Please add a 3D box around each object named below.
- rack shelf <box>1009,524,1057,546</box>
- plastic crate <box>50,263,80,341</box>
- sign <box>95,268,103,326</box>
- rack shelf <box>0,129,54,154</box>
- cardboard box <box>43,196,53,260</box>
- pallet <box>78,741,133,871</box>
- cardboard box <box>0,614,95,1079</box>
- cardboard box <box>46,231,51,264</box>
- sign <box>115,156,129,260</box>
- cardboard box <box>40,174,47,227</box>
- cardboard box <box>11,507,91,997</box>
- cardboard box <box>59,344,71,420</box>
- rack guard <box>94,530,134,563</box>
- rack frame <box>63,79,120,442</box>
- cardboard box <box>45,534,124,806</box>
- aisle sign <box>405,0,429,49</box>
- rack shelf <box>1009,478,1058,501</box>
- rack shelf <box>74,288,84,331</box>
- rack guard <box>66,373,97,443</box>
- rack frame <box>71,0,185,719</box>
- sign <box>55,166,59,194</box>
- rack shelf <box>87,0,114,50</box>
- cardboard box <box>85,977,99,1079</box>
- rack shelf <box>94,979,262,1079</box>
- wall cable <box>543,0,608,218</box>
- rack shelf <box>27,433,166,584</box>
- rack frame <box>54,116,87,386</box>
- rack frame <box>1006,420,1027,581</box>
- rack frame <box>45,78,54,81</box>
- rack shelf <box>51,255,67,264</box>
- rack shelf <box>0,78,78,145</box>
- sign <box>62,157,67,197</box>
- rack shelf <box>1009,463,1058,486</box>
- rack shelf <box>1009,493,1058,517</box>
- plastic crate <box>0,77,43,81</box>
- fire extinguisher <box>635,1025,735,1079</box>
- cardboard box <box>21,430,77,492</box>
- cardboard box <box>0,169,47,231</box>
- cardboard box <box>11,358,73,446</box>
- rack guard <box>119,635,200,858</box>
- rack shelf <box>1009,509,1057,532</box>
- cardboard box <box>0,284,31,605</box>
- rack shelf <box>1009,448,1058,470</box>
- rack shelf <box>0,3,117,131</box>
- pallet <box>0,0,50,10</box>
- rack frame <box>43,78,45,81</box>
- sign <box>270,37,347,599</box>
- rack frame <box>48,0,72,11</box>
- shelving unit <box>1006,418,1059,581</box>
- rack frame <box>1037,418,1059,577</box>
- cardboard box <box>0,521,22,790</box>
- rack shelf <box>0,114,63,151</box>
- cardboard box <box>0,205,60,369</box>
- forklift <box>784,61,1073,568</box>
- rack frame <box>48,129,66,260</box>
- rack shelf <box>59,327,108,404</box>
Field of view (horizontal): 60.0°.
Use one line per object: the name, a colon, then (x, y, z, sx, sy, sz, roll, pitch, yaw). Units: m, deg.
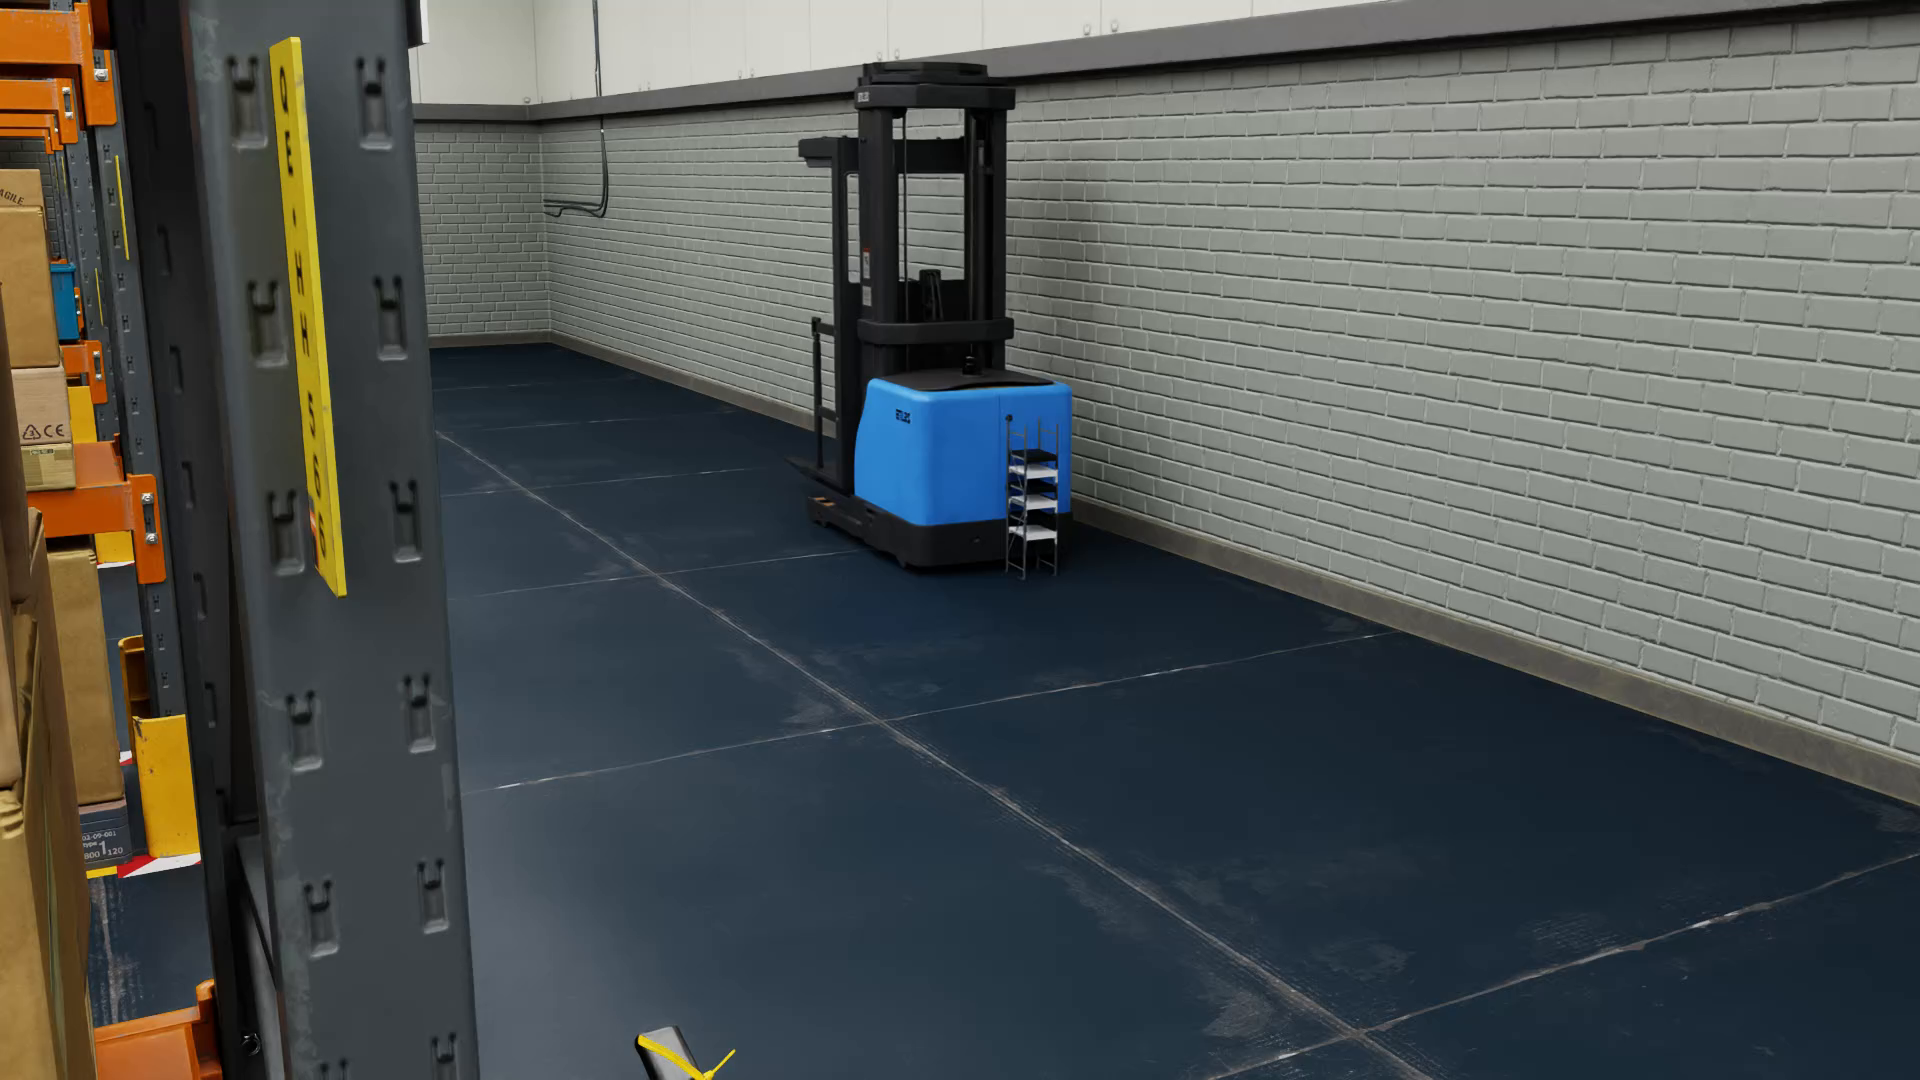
rack shelf: (0.416, -0.028, 9.657, 0.200, 0.077, 0.258, -6, 14, -24)
plastic crate: (-5.510, -1.419, 9.864, 0.499, 0.435, 0.616, -7, 14, -28)
sign: (-5.027, -1.419, 9.710, 0.005, 0.325, 0.100, -7, 14, -28)
rack shelf: (-11.808, -4.255, 17.490, 4.000, 0.370, 1.077, -7, 14, -28)
cardboard box: (-10.495, -3.443, 18.395, 0.700, 0.700, 0.980, -6, 14, -25)
pallet: (-3.596, 0.971, 5.815, 1.213, 0.211, 1.003, -7, 14, -28)
cardboard box: (-0.915, 0.380, 1.181, 0.500, 0.500, 0.500, -7, 14, -27)
cardboard box: (-7.938, -2.348, 13.981, 0.500, 0.500, 0.500, -6, 14, -26)
sign: (-2.684, -1.063, 5.326, 0.005, 0.325, 0.100, -7, 14, -28)
cardboard box: (-8.191, -2.939, 14.332, 0.500, 0.500, 0.500, -6, 14, -26)
cardboard box: (-1.171, 0.278, 1.638, 0.500, 0.500, 0.500, -6, 14, -25)
cardboard box: (-3.483, -0.562, 5.941, 0.500, 0.250, 0.500, -7, 15, -29)
rack guard: (-5.290, -0.229, 10.488, 0.348, 0.500, 1.175, -7, 14, -28)
rack frame: (-5.305, -1.443, 10.191, 0.127, 3.000, 1.000, -7, 14, -28)
cardboard box: (-3.455, 0.425, 5.769, 0.875, 0.875, 0.875, -7, 14, -28)
aisle sign: (-0.436, -0.741, 1.147, 0.004, 0.787, 0.394, -7, 14, -28)
rack shelf: (0.416, -0.292, 9.598, 0.200, 0.077, 0.258, -6, 14, -24)
rack shelf: (-9.431, -1.837, 13.579, 4.000, 0.370, 1.077, -7, 14, -28)
rack guard: (-7.742, -1.171, 14.674, 0.348, 0.500, 1.175, -7, 14, -28)
rack frame: (-2.932, -0.489, 5.950, 0.127, 3.000, 1.000, -7, 14, -28)
sign: (-9.804, -3.927, 18.051, 0.005, 0.325, 0.100, -7, 14, -28)
rack shelf: (-2.400, -0.425, 0.470, 4.000, 0.370, 1.077, -7, 14, -28)
cardboard box: (-1.085, 0.571, 1.812, 0.250, 0.149, 0.380, -7, 14, -28)
rack shelf: (-2.400, 1.039, 0.800, 4.000, 0.370, 1.077, -7, 14, -28)
wall cable: (-4.916, -5.291, 20.695, 0.112, 2.526, 3.097, -7, 14, -28)
rack shelf: (-4.687, 0.072, 5.094, 4.000, 0.370, 1.077, -7, 14, -28)
rack frame: (-7.675, -2.398, 14.435, 0.127, 3.000, 1.000, -7, 14, -28)
rack frame: (0.323, -0.227, 9.568, 0.006, 0.900, 0.240, -6, 14, -24)
rack frame: (-7.675, -5.325, 13.776, 0.127, 3.000, 1.000, -7, 14, -28)
rack shelf: (-11.808, -2.791, 17.819, 4.000, 0.370, 1.077, -7, 14, -28)
rack shelf: (-7.061, -2.345, 9.006, 4.000, 0.370, 1.077, -7, 14, -28)
sign: (-7.427, -3.008, 13.788, 0.005, 0.325, 0.100, -7, 14, -28)
rack shelf: (0.416, -0.380, 9.578, 0.200, 0.077, 0.258, -6, 14, -24)
rack shelf: (0.416, -0.204, 9.618, 0.200, 0.077, 0.258, -6, 14, -24)
plastic crate: (-5.777, -2.856, 9.935, 0.590, 0.269, 0.497, -7, 14, -28)
fire extinguisher: (-0.202, 0.760, 1.427, 0.183, 0.674, 0.296, -7, 14, -28)
cardboard box: (-3.087, -0.265, 5.529, 0.250, 0.149, 0.380, -7, 14, -27)
cardboard box: (-7.934, -2.835, 13.870, 0.500, 0.500, 0.500, -7, 14, -28)
cardboard box: (-3.230, -0.459, 5.480, 0.500, 0.250, 0.500, -7, 15, -29)
rack guard: (-2.911, 0.728, 6.236, 0.348, 0.500, 1.175, -7, 14, -28)
rack shelf: (0.416, -0.116, 9.637, 0.200, 0.077, 0.258, -6, 14, -24)
cardboard box: (-1.165, -0.208, 1.519, 0.500, 0.500, 0.500, -7, 14, -28)
rack shelf: (0.416, -0.467, 9.558, 0.200, 0.077, 0.258, -6, 14, -24)
rack shelf: (-4.687, -1.391, 4.765, 4.000, 0.370, 1.077, -7, 14, -28)
pallet: (-3.578, -1.829, 5.275, 1.213, 0.211, 1.003, -7, 14, -28)
rack frame: (-10.052, -6.279, 18.016, 0.127, 3.000, 1.000, -7, 14, -28)
sign: (-0.396, -0.132, 1.009, 0.005, 0.325, 0.100, -7, 14, -28)
rack frame: (-5.305, -4.370, 9.533, 0.127, 3.000, 1.000, -7, 14, -28)
shelving unit: (0.416, -0.236, 9.610, 0.210, 0.900, 0.258, -6, 14, -24)
rack frame: (0.508, -0.246, 9.652, 0.006, 0.900, 0.240, -6, 14, -24)
cardboard box: (-0.927, -0.108, 1.075, 0.500, 0.500, 0.500, -7, 15, -29)
rack shelf: (-9.431, -3.300, 13.249, 4.000, 0.370, 1.077, -7, 14, -28)
cardboard box: (-3.234, -0.825, 5.399, 0.500, 0.500, 0.500, -7, 14, -27)
forklift: (-0.379, -1.548, 10.814, 1.130, 2.935, 3.031, -6, 14, -23)
rack frame: (-10.052, -3.353, 18.675, 0.127, 3.000, 1.000, -7, 14, -28)
rack shelf: (-7.061, -0.882, 9.335, 4.000, 0.370, 1.077, -7, 14, -28)
